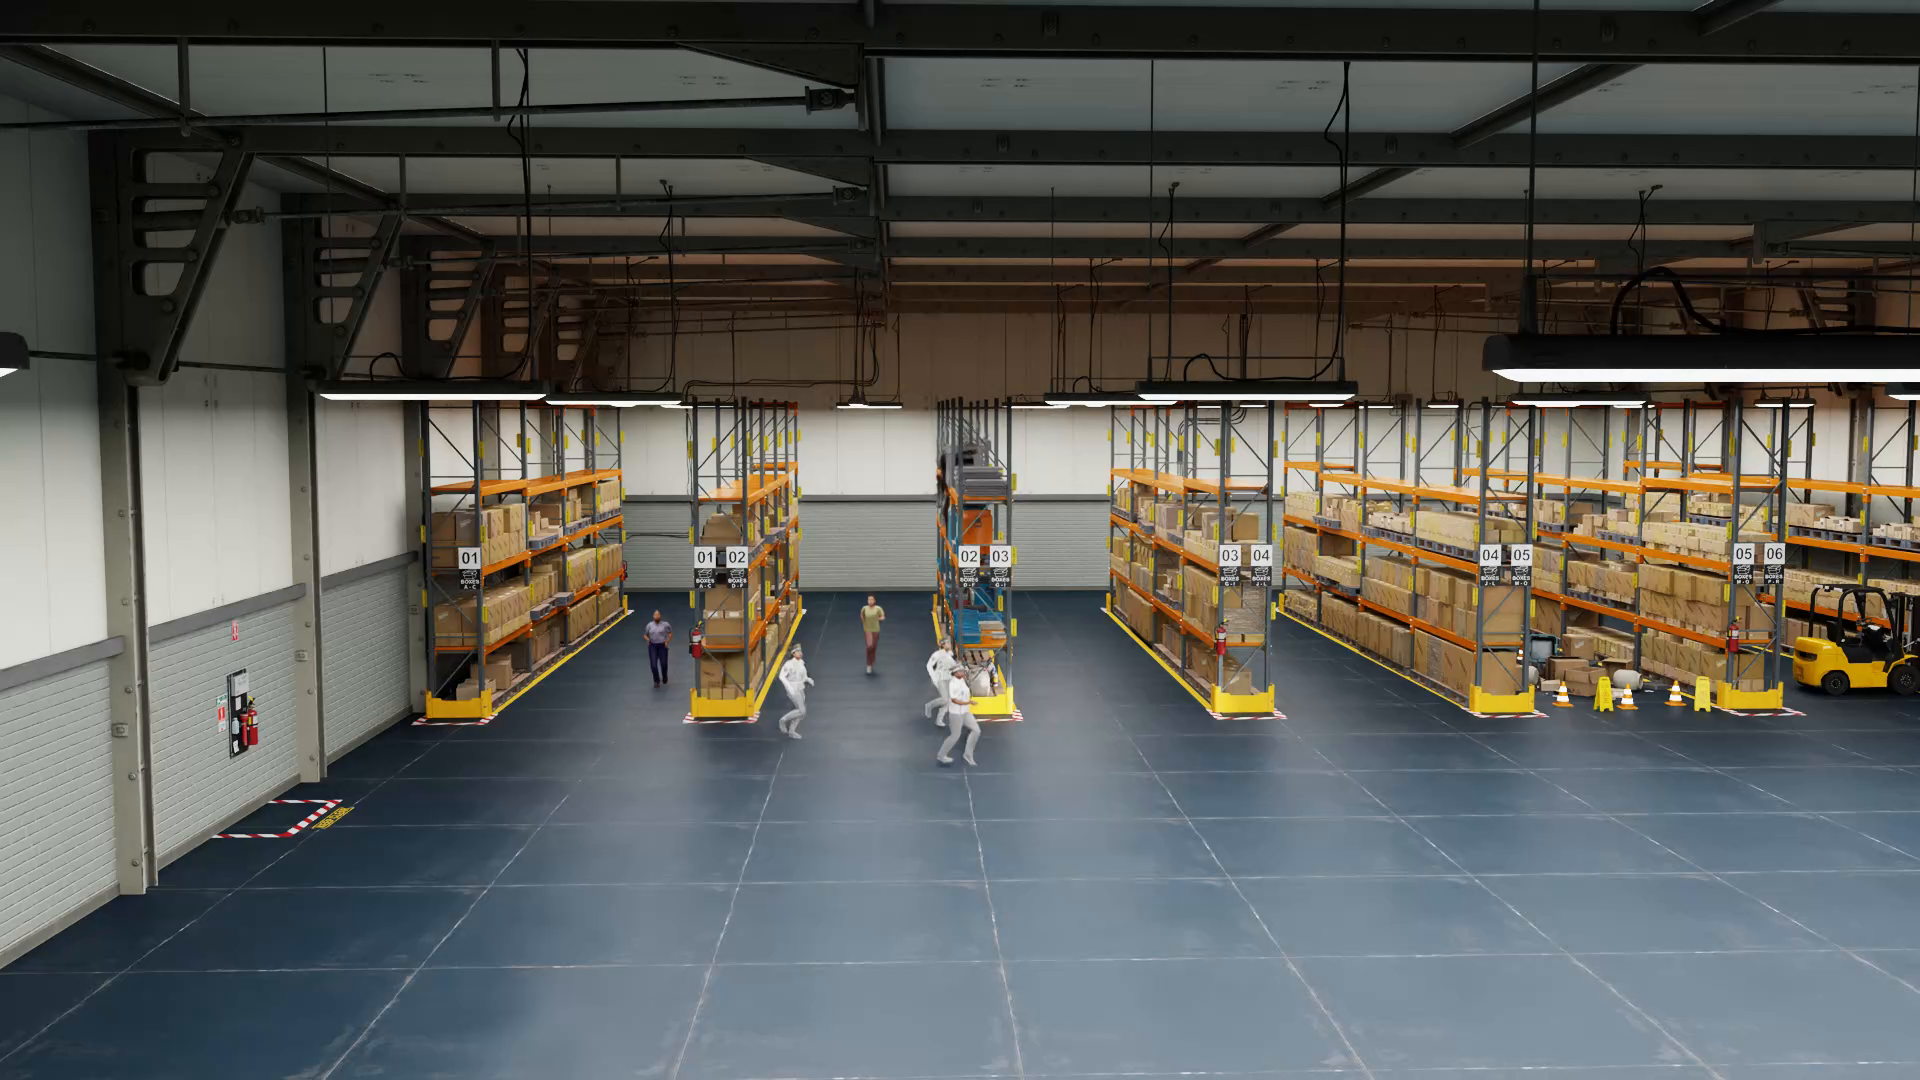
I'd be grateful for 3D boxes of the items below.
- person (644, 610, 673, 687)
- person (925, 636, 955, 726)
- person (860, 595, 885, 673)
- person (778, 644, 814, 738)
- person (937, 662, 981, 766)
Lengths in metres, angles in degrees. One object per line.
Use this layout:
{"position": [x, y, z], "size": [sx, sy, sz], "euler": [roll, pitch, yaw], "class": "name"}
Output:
{"position": [-6.267, 2.256, 34.514], "size": [0.600, 1.599, 0.561], "euler": [0, 4, -5], "class": "person"}
{"position": [-0.290, 2.560, 30.460], "size": [0.651, 1.621, 0.526], "euler": [-4, 6, -41], "class": "person"}
{"position": [-1.924, 2.059, 36.810], "size": [0.547, 1.731, 0.741], "euler": [0, 4, -5], "class": "person"}
{"position": [-2.861, 2.644, 29.206], "size": [0.569, 1.669, 0.605], "euler": [2, 5, 26], "class": "person"}
{"position": [-0.010, 2.822, 26.931], "size": [0.734, 1.728, 0.581], "euler": [2, 5, 24], "class": "person"}
